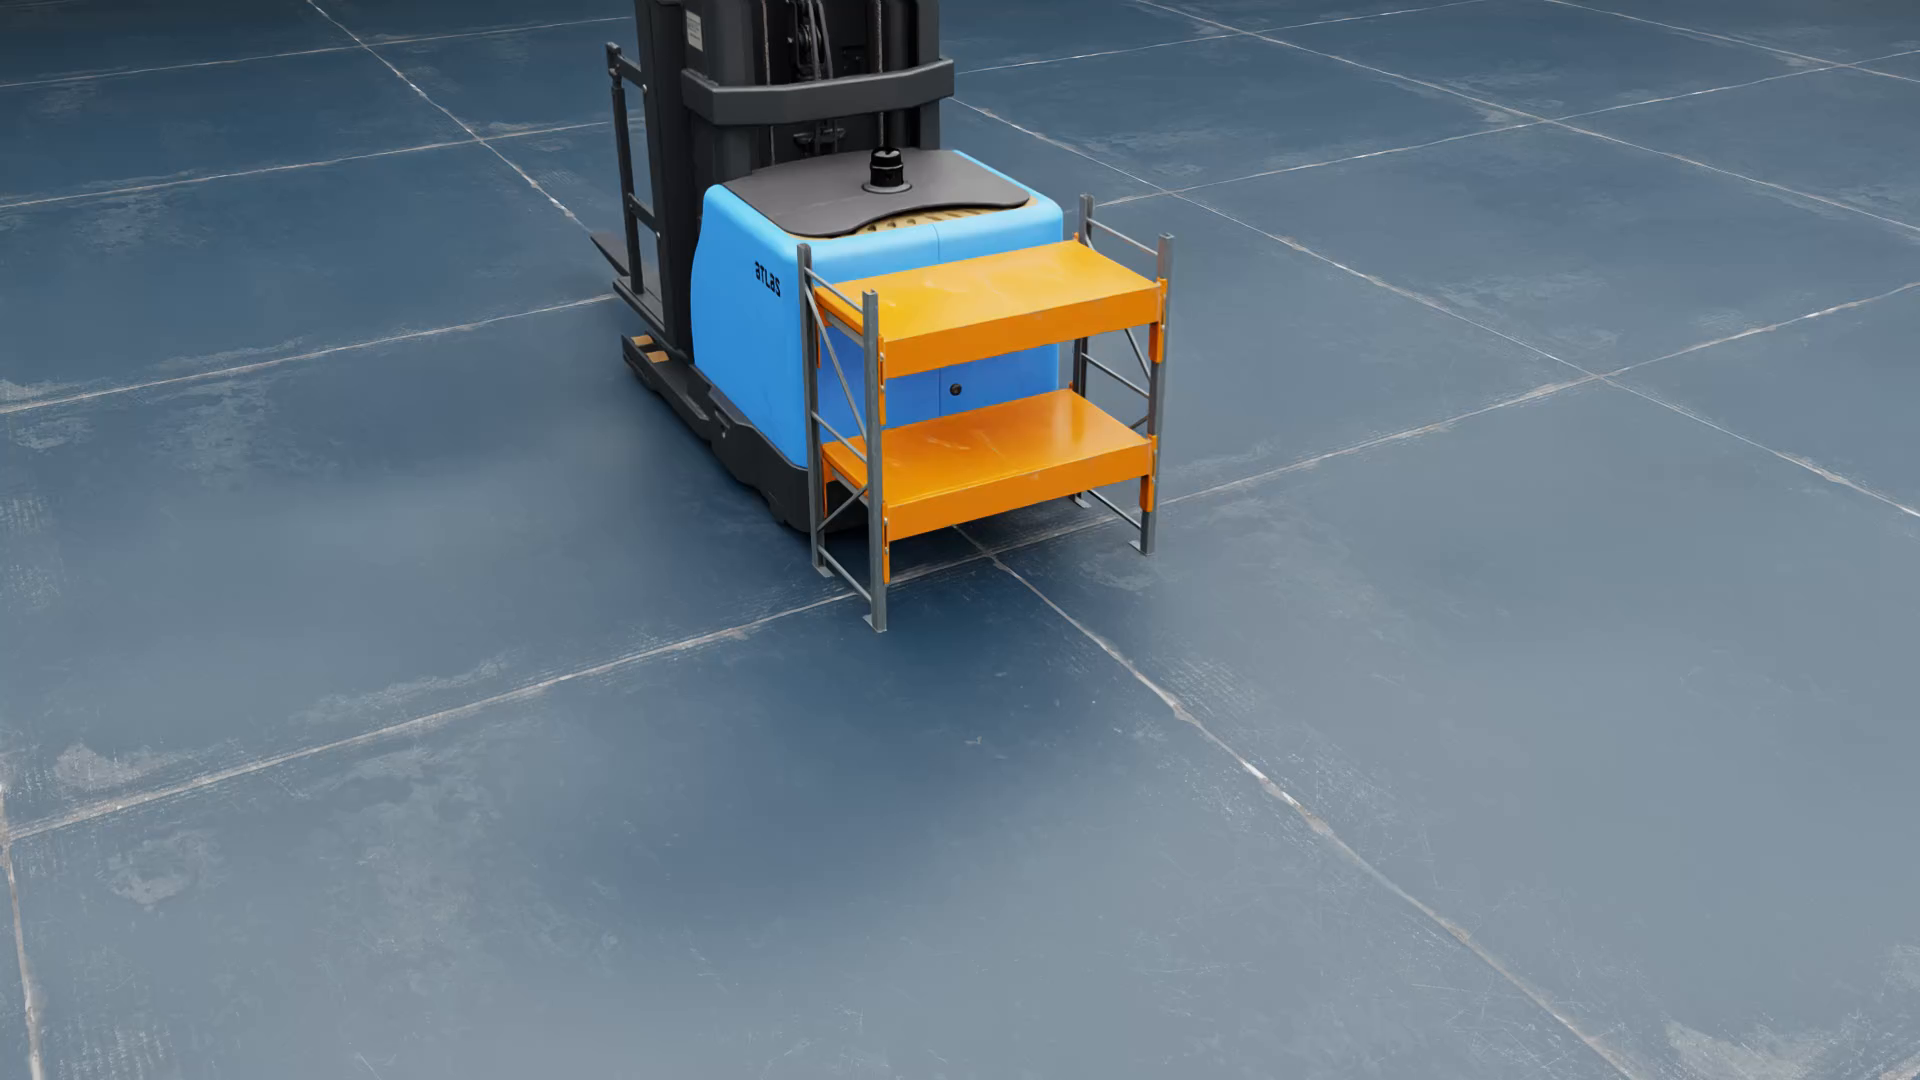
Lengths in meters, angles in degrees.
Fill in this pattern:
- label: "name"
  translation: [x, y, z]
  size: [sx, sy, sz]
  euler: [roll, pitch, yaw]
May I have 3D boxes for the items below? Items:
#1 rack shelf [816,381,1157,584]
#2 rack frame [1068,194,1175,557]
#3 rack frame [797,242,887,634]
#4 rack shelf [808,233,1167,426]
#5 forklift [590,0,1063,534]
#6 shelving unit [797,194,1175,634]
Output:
- label: "rack shelf"
  translation: [0.082, -0.210, 5.473]
  size: [1.000, 0.278, 0.538]
  euler: [-15, 32, -25]
- label: "rack frame"
  translation: [0.527, -0.543, 5.570]
  size: [0.032, 1.125, 0.500]
  euler: [-15, 32, -25]
- label: "rack frame"
  translation: [-0.364, -0.306, 5.141]
  size: [0.032, 1.125, 0.500]
  euler: [-15, 32, -25]
- label: "rack shelf"
  translation: [0.082, -0.681, 5.214]
  size: [1.000, 0.278, 0.538]
  euler: [-15, 32, -25]
- label: "forklift"
  translation: [-0.767, -1.988, 6.318]
  size: [1.130, 2.935, 3.031]
  euler: [-14, 32, -24]
- label: "shelving unit"
  translation: [0.082, -0.424, 5.355]
  size: [1.048, 1.125, 0.538]
  euler: [-15, 32, -25]
